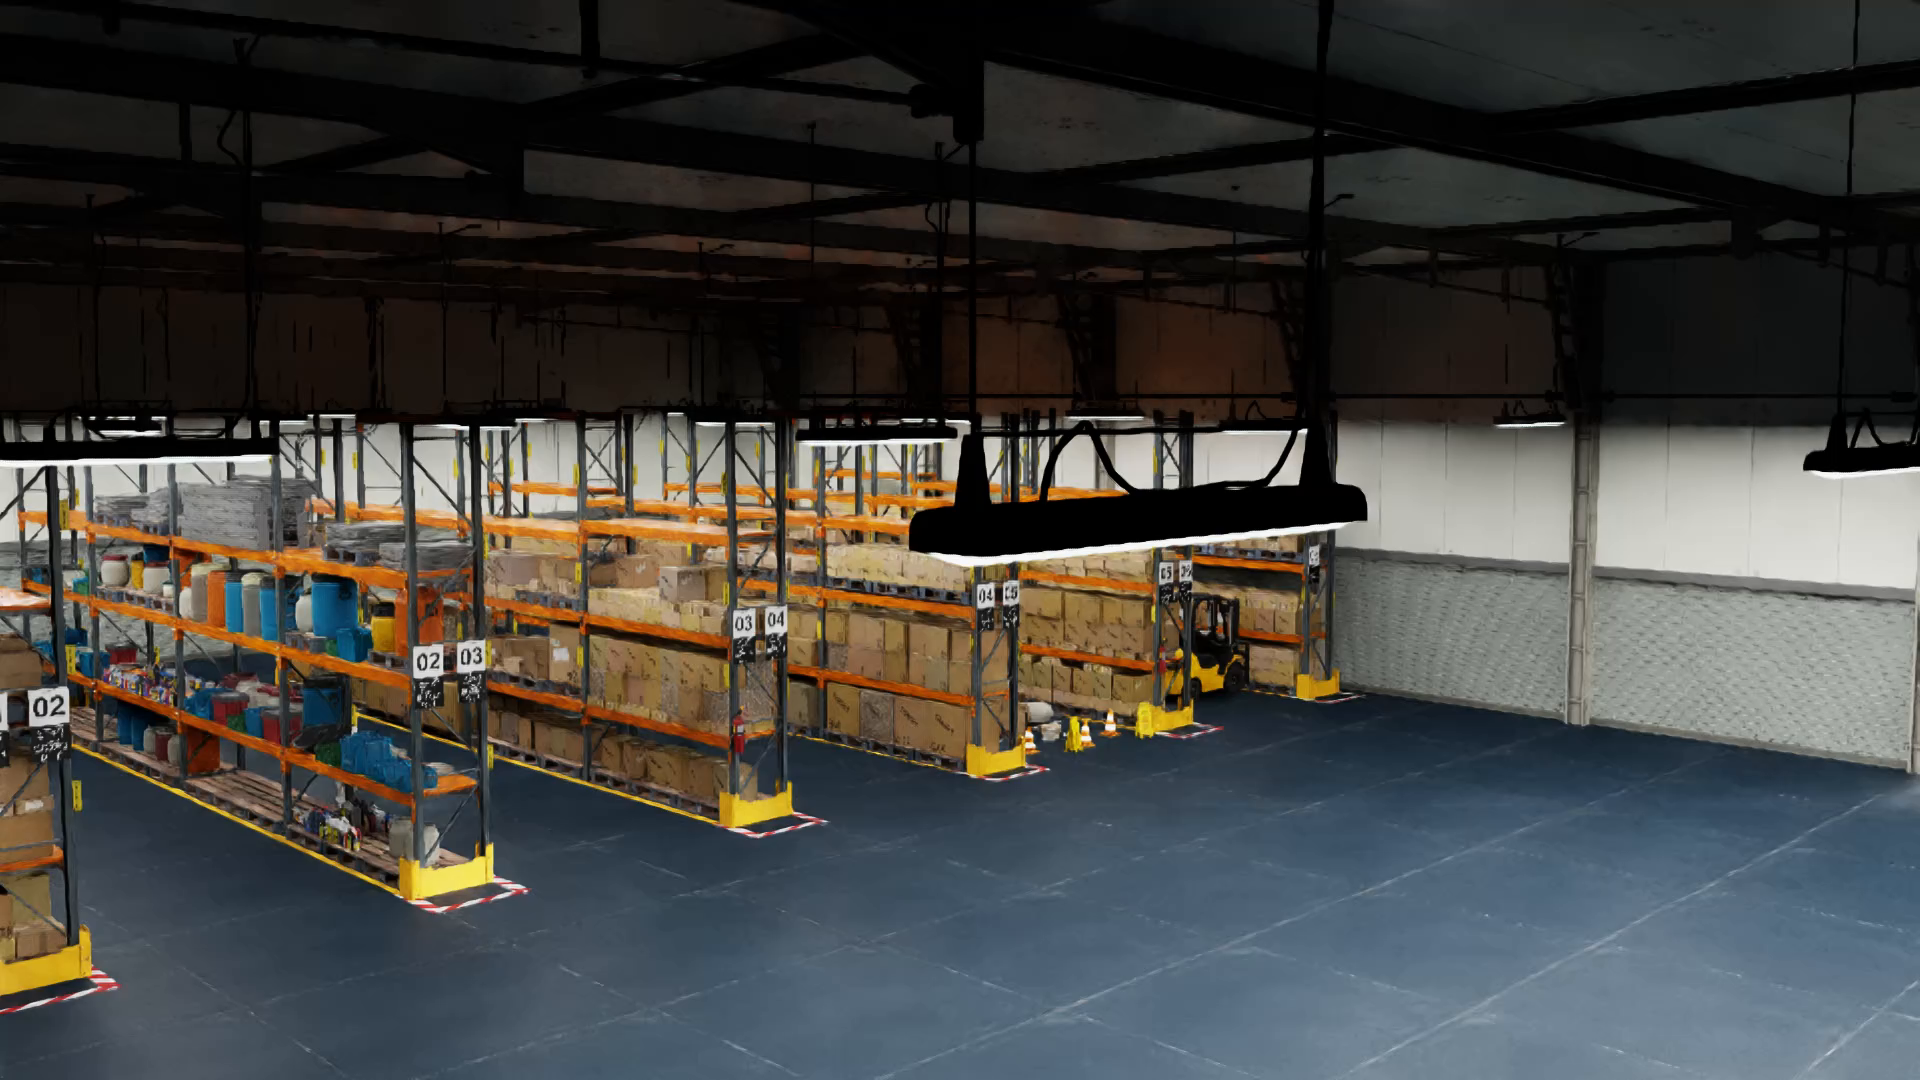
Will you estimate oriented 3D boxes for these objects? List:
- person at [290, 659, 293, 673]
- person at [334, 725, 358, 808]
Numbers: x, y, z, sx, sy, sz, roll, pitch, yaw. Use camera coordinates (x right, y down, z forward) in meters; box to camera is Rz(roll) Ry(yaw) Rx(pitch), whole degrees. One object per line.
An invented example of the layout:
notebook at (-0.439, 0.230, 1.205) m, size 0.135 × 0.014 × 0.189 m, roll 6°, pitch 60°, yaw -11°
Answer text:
person at (-14.812, 2.257, 37.120) m, size 0.384 × 1.676 × 0.592 m, roll -4°, pitch 7°, yaw -41°
person at (-9.413, 3.231, 25.471) m, size 0.620 × 1.777 × 0.509 m, roll 3°, pitch 6°, yaw 27°
